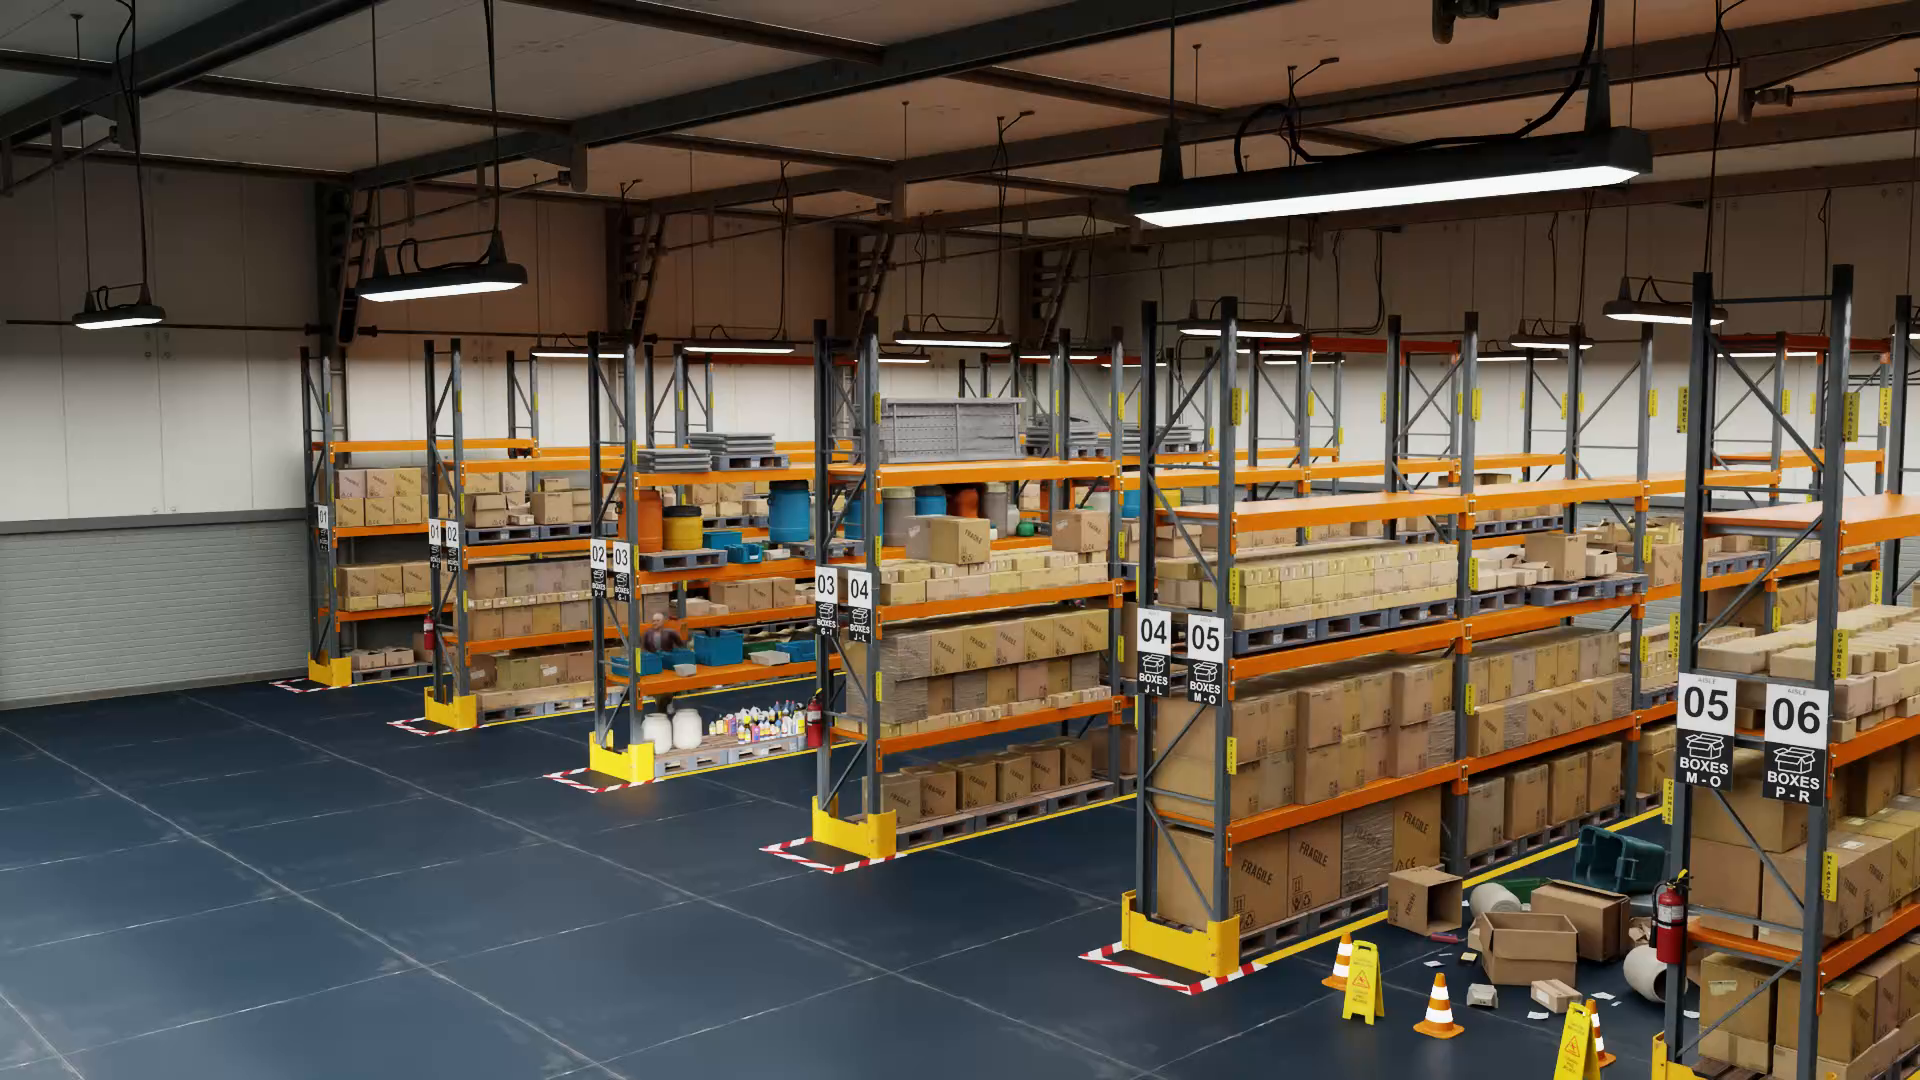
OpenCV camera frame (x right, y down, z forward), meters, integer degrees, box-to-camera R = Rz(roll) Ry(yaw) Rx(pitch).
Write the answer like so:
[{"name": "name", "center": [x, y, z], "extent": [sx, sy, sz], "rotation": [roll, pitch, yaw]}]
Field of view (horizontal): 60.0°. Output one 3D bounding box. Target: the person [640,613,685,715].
[{"name": "person", "center": [-4.687, 1.995, 26.291], "extent": [0.711, 1.734, 0.852], "rotation": [1, 5, 14]}]

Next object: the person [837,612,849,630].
[{"name": "person", "center": [-2.343, 1.392, 33.868], "extent": [0.578, 1.625, 0.616], "rotation": [3, 6, 34]}]
